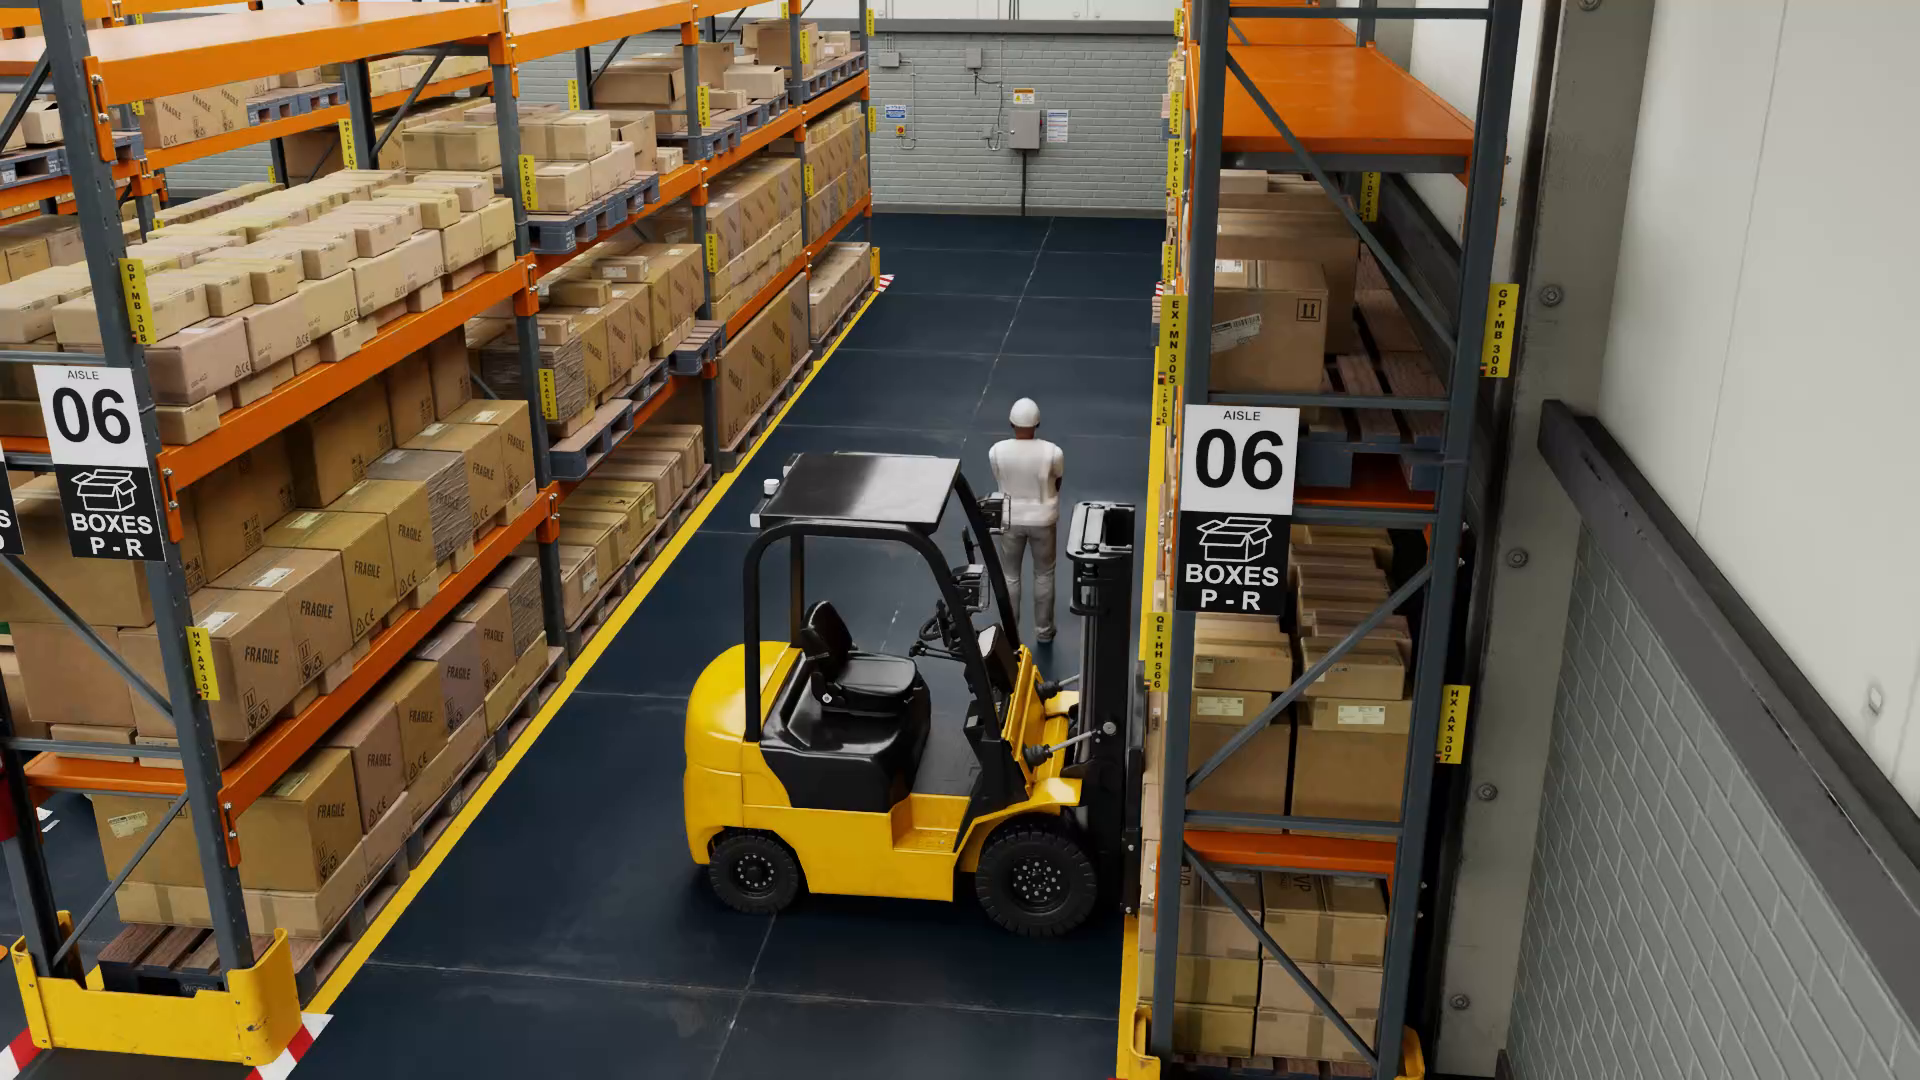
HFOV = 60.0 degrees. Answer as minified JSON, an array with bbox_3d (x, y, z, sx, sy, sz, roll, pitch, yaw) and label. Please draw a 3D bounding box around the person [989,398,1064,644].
[{"bbox_3d":[0.465,-0.172,11.506,0.503,1.760,0.587,3,21,7],"label":"person"}]
